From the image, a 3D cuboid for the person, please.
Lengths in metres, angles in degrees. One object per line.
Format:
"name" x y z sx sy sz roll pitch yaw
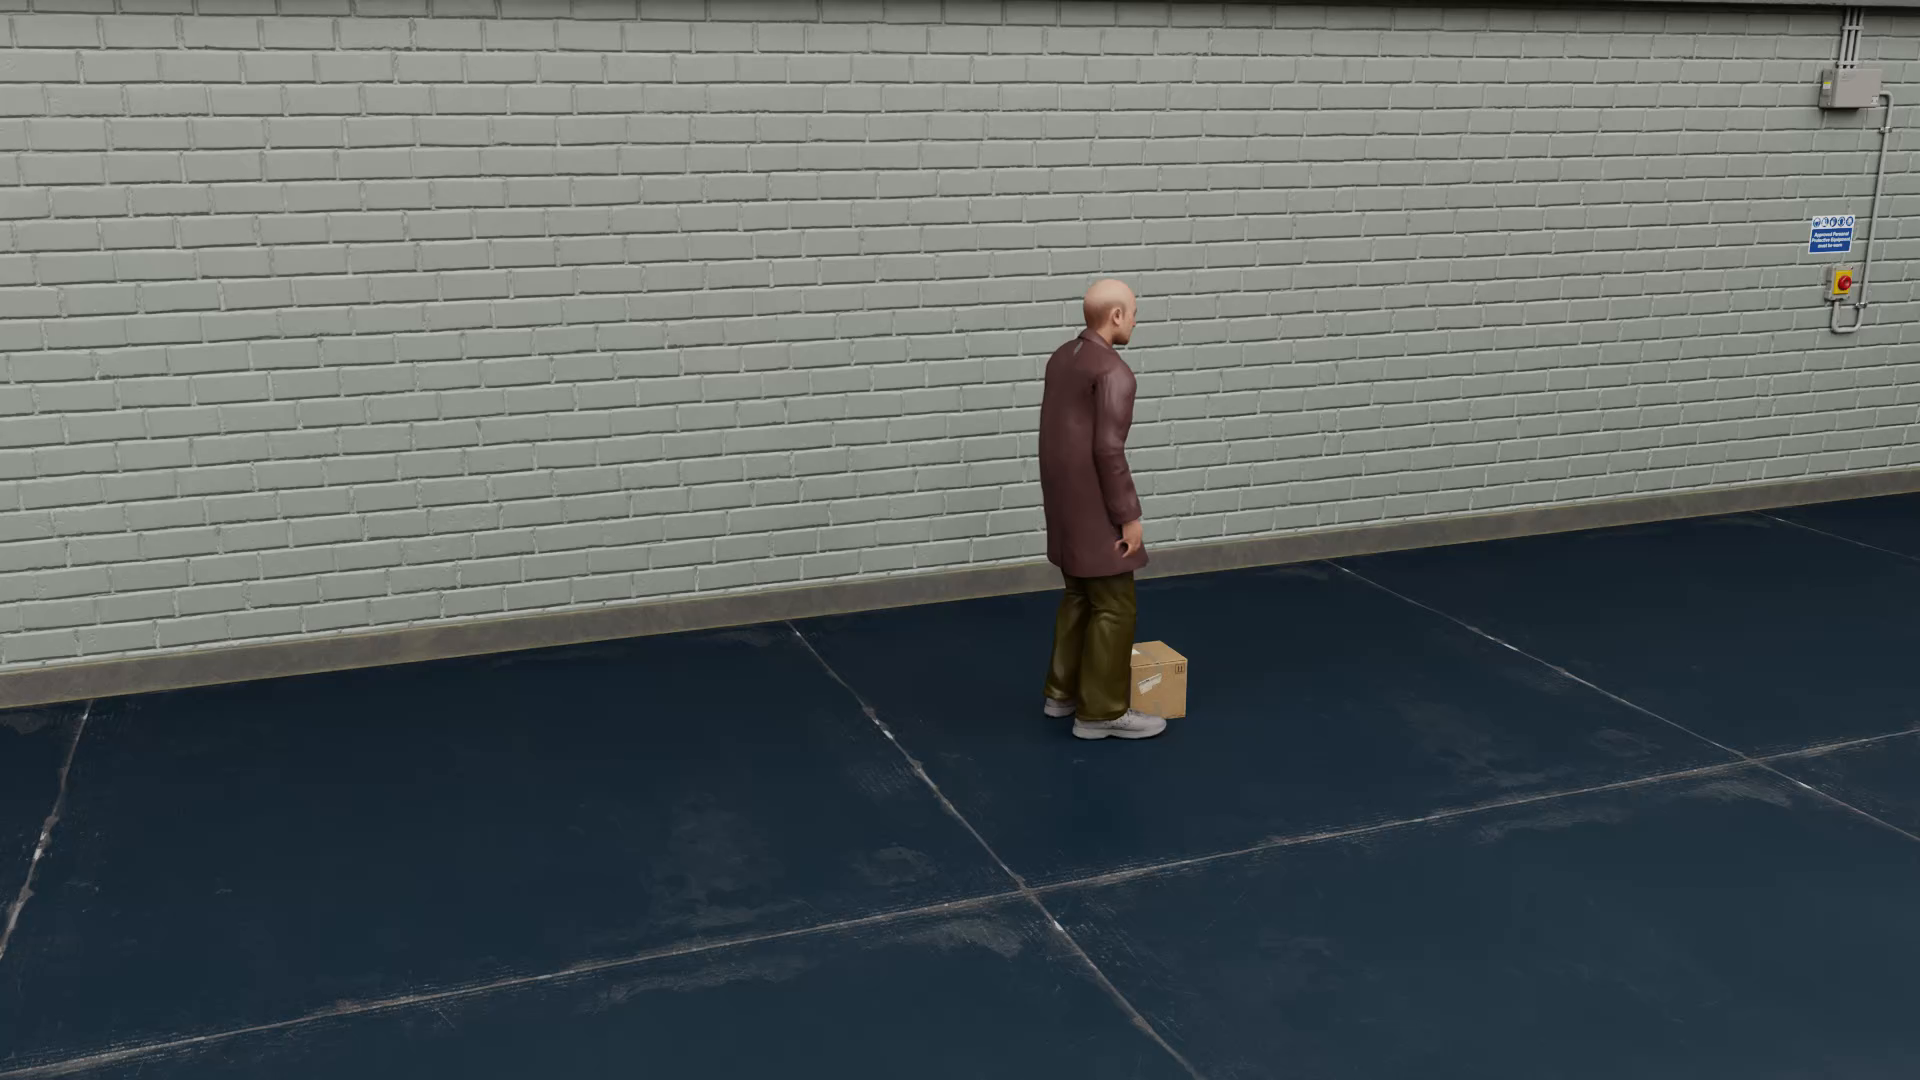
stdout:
"person" 0.532 -0.127 6.515 0.428 1.773 0.642 -6 16 -20
